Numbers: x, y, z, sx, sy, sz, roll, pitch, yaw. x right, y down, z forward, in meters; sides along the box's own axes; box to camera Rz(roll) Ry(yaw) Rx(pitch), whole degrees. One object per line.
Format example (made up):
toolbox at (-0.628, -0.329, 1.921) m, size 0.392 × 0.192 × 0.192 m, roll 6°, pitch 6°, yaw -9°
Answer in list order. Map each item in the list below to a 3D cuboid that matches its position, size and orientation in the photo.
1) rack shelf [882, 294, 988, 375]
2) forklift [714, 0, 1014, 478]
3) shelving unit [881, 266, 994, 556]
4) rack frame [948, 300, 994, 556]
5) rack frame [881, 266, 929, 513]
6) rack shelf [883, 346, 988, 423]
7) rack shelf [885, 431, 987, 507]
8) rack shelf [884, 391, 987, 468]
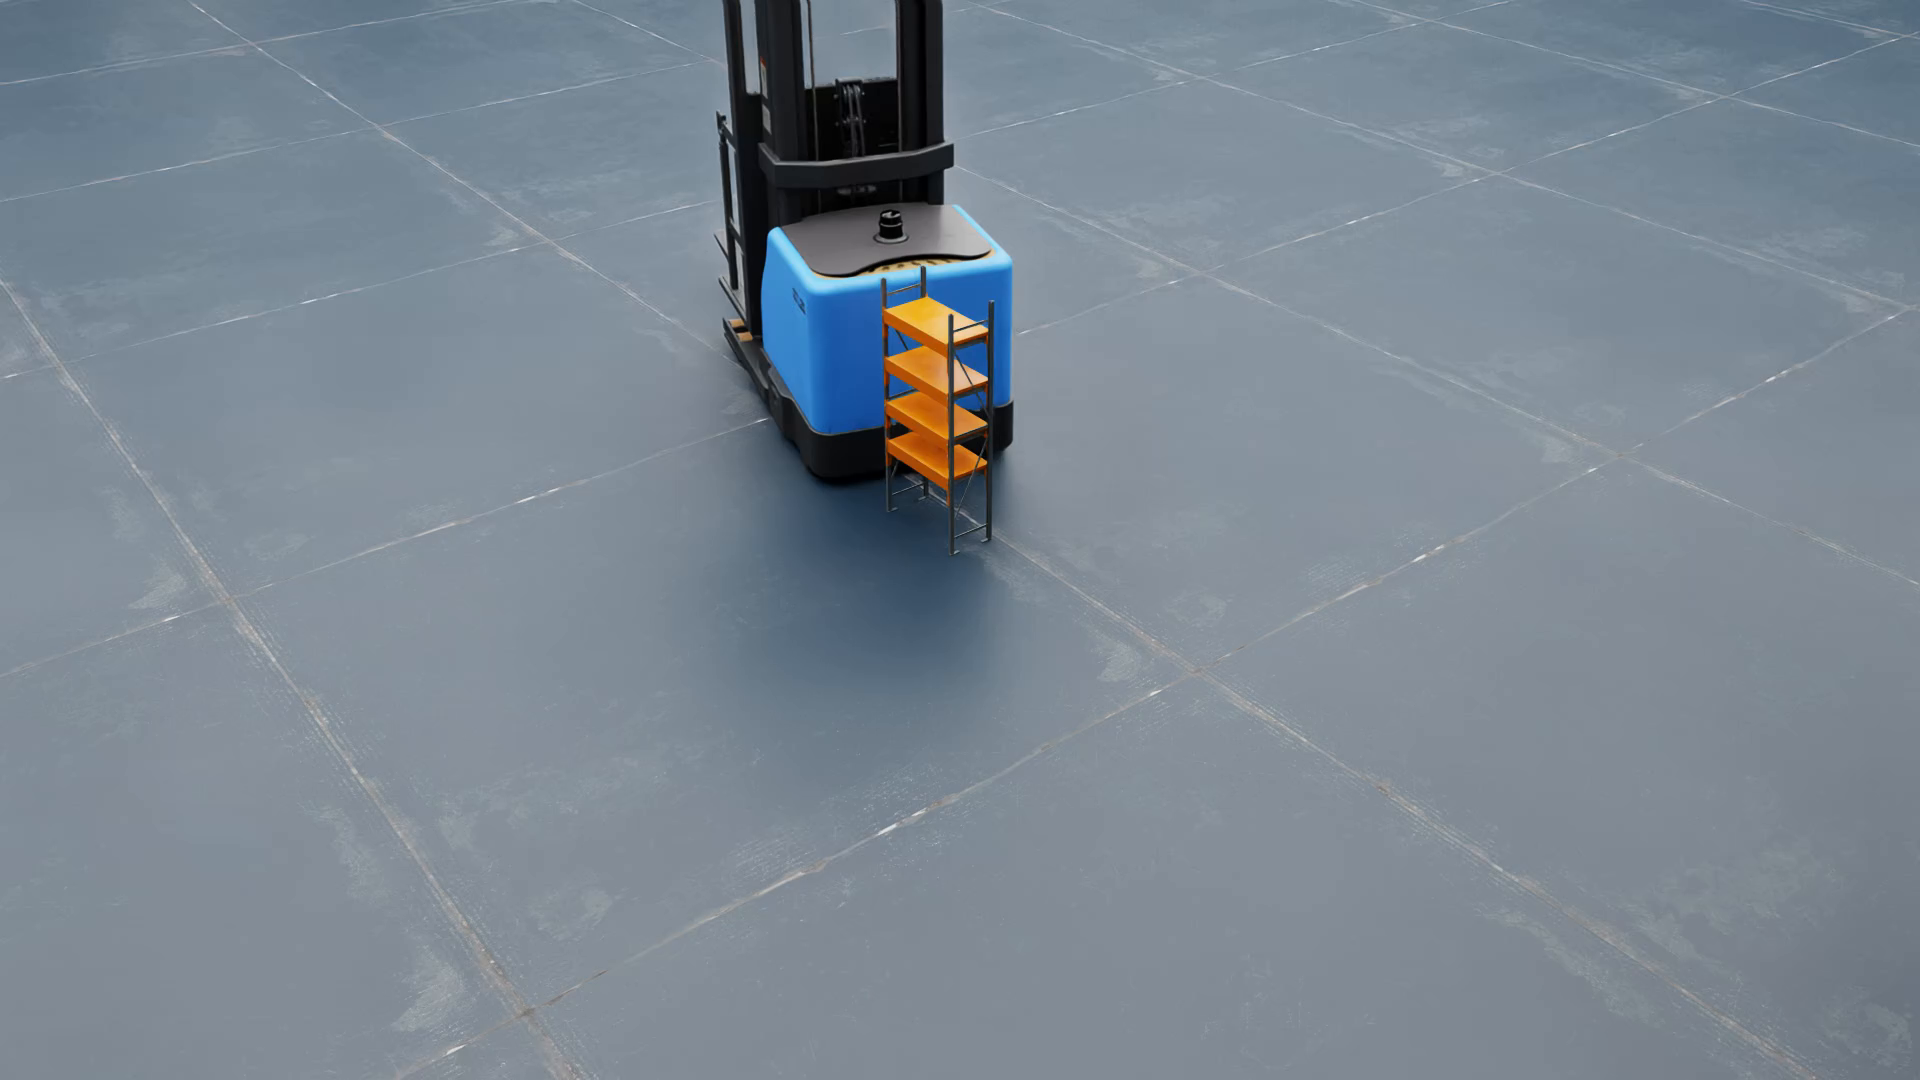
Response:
rack shelf at (-0.102, -0.912, 7.337) m, size 0.258 × 0.148 × 0.480 m, roll -22°, pitch 38°, yaw -31°
forklift at (-0.712, -2.314, 8.698) m, size 1.130 × 2.935 × 3.031 m, roll -11°, pitch 33°, yaw -17°
shelving unit at (-0.102, -0.579, 7.545) m, size 0.258 × 1.200 × 0.503 m, roll -22°, pitch 38°, yaw -31°
rack frame at (0.048, -0.477, 7.381) m, size 0.240 × 1.200 × 0.015 m, roll -22°, pitch 38°, yaw -31°
rack frame at (-0.251, -0.680, 7.708) m, size 0.240 × 1.200 × 0.015 m, roll -22°, pitch 38°, yaw -31°
rack shelf at (-0.102, -0.712, 7.462) m, size 0.258 × 0.148 × 0.480 m, roll -22°, pitch 38°, yaw -31°
rack shelf at (-0.102, -0.353, 7.685) m, size 0.258 × 0.148 × 0.480 m, roll -22°, pitch 38°, yaw -31°
rack shelf at (-0.102, -0.522, 7.580) m, size 0.258 × 0.148 × 0.480 m, roll -22°, pitch 38°, yaw -31°
